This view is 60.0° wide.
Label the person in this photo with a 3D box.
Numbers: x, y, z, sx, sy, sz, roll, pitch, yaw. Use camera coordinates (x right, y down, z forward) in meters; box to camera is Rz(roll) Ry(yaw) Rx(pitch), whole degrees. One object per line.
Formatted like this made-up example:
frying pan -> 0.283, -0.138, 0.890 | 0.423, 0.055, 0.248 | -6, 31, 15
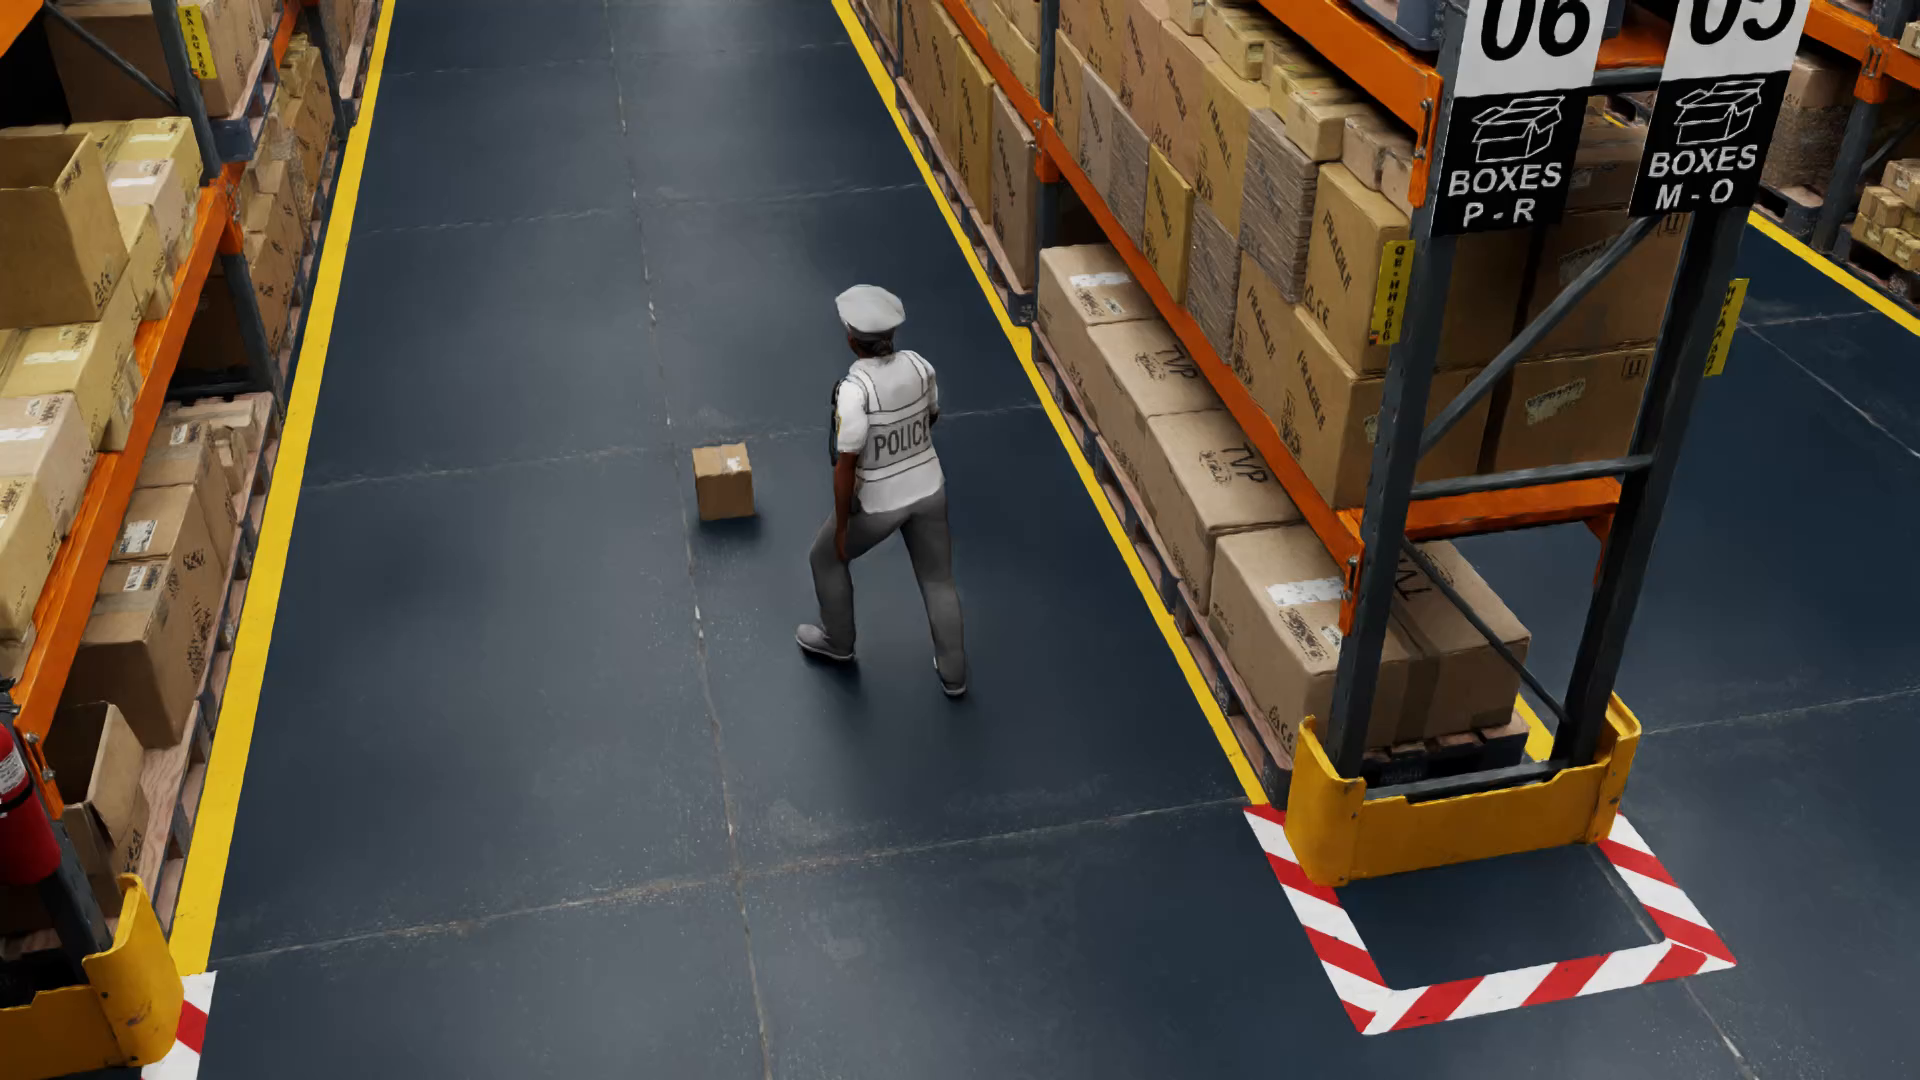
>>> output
person -> -0.285, -0.166, 6.394 | 0.559, 1.633, 0.699 | -21, 40, -27
